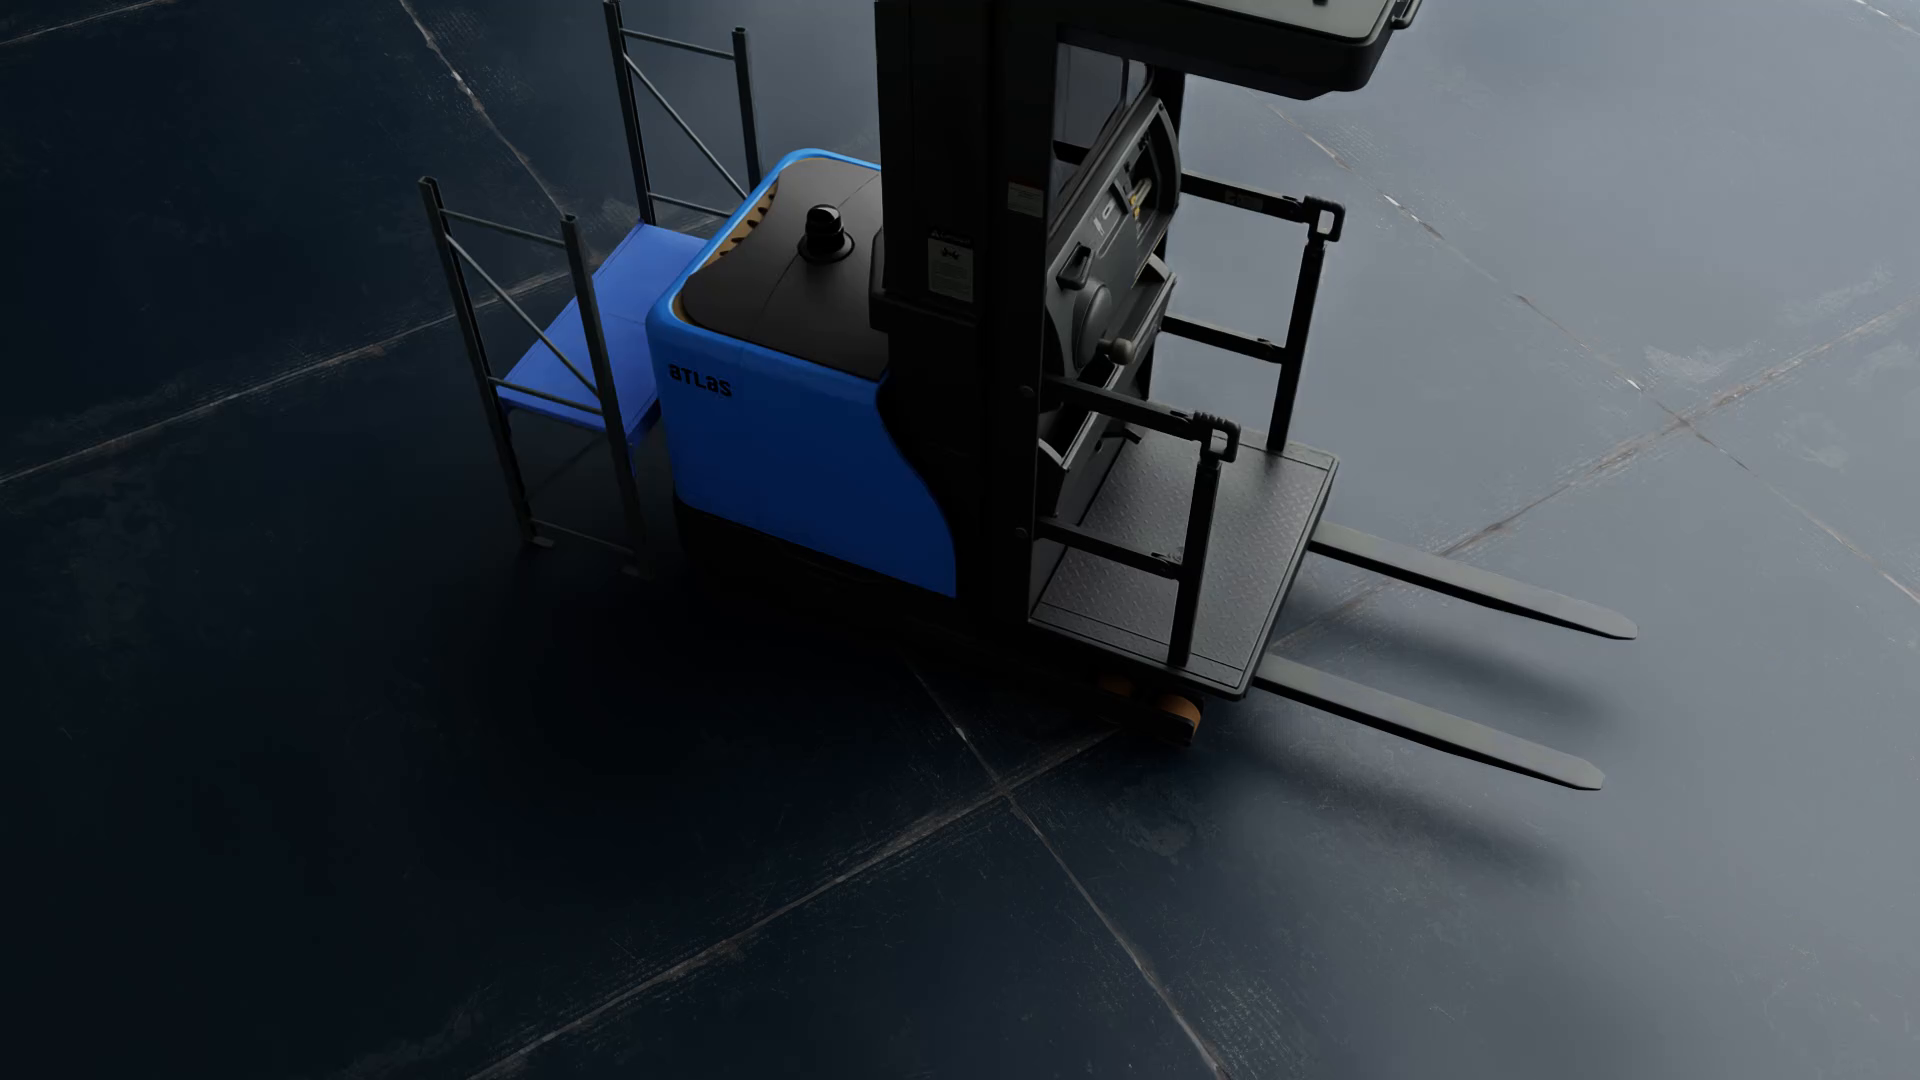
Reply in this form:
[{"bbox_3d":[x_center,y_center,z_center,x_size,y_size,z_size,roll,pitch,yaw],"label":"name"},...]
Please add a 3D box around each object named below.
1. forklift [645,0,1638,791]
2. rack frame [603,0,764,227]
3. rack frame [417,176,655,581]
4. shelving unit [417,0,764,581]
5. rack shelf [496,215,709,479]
[{"bbox_3d":[0.609,-0.793,4.494,3.031,2.935,1.130,19,51,16],"label":"forklift"},{"bbox_3d":[-0.893,-1.144,5.764,0.500,1.500,0.032,17,50,14],"label":"rack frame"},{"bbox_3d":[-1.274,-0.440,5.137,0.500,1.500,0.032,17,50,14],"label":"rack frame"},{"bbox_3d":[-1.083,-0.792,5.451,0.538,1.500,1.048,17,50,14],"label":"shelving unit"},{"bbox_3d":[-1.083,-0.672,5.585,0.538,0.185,1.000,17,50,14],"label":"rack shelf"}]
